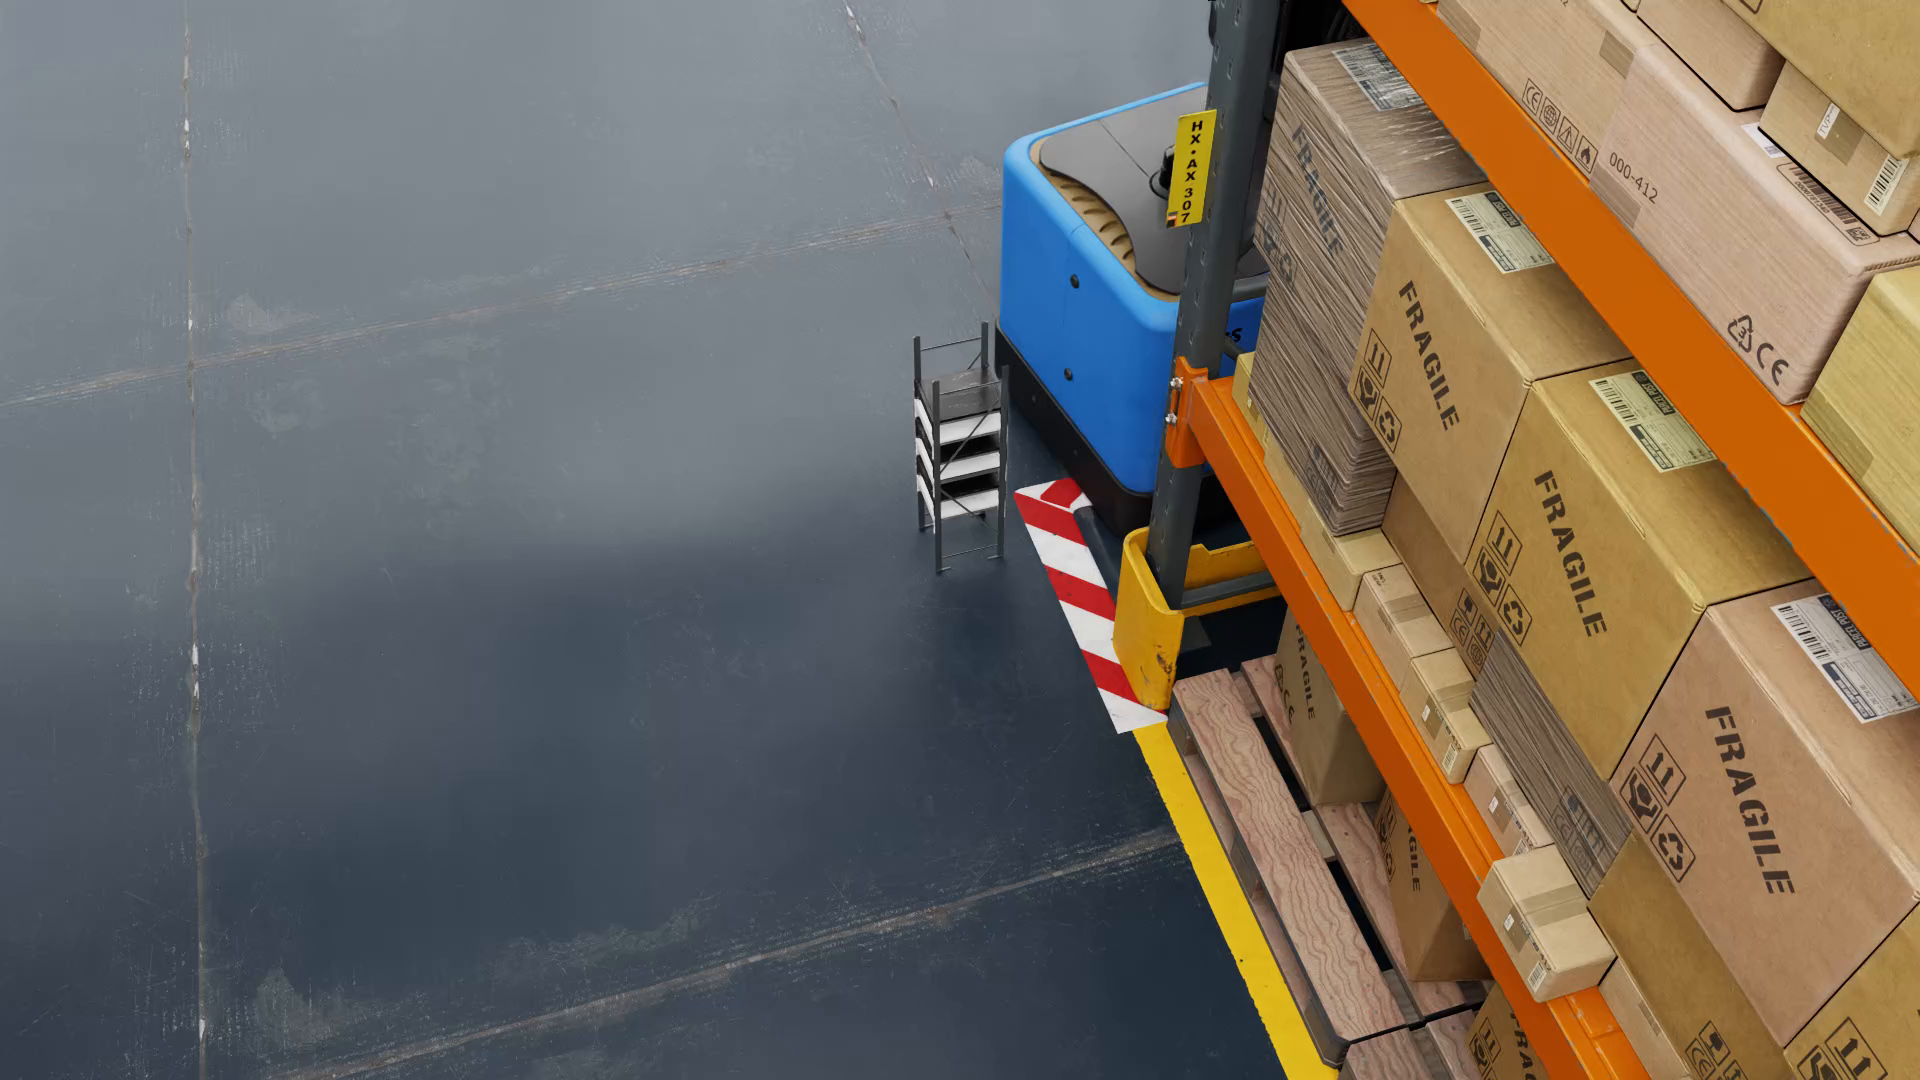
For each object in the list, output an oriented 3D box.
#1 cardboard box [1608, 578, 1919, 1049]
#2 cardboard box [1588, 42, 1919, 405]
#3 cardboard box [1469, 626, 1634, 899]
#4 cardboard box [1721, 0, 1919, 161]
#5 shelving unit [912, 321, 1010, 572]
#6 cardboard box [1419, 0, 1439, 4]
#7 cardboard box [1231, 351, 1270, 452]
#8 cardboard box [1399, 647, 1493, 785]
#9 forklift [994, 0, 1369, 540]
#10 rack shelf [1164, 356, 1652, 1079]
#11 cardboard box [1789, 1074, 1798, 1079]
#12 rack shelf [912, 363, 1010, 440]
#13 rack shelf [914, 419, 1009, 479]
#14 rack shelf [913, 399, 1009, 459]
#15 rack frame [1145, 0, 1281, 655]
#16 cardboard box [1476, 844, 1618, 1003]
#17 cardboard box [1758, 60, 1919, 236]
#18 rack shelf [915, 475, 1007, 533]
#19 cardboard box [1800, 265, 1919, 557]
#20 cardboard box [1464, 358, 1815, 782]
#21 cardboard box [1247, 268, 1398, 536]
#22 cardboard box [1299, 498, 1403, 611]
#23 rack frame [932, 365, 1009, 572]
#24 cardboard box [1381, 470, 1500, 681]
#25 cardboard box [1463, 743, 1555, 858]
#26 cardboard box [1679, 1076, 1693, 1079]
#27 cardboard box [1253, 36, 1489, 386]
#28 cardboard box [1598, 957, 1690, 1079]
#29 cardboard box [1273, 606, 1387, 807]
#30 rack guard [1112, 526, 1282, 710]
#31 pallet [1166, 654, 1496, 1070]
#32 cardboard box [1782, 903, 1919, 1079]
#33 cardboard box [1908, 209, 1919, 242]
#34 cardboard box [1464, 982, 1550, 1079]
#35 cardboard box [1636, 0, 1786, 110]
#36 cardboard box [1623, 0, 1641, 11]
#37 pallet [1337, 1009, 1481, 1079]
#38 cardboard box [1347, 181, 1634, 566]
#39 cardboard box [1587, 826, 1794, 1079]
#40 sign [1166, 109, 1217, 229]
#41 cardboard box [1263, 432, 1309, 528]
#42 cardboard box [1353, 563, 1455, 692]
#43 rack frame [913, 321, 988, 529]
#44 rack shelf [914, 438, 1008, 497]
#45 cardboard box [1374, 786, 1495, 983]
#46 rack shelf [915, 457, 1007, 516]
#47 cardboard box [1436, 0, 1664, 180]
[{"bbox_3d":[1.417,0.384,2.551,0.500,0.500,0.500,-13,51,-11],"label":"cardboard box"},{"bbox_3d":[1.268,-0.495,2.342,0.500,0.250,0.500,-13,51,-11],"label":"cardboard box"},{"bbox_3d":[1.576,0.268,3.302,0.875,0.500,0.500,-13,51,-11],"label":"cardboard box"},{"bbox_3d":[1.252,-0.836,1.944,0.500,0.500,0.500,-14,51,-11],"label":"cardboard box"},{"bbox_3d":[0.002,-0.284,5.401,0.258,0.900,0.210,-13,51,-11],"label":"shelving unit"},{"bbox_3d":[0.967,-1.233,2.964,0.500,0.250,0.500,-12,51,-10],"label":"cardboard box"},{"bbox_3d":[0.928,-0.382,4.274,0.380,0.149,0.250,-13,51,-11],"label":"cardboard box"},{"bbox_3d":[1.204,0.353,3.655,0.380,0.149,0.250,-13,51,-11],"label":"cardboard box"},{"bbox_3d":[1.678,-1.741,5.301,3.031,2.935,1.130,-21,53,-17],"label":"forklift"},{"bbox_3d":[1.662,0.968,3.443,1.077,0.370,4.000,-13,51,-11],"label":"rack shelf"},{"bbox_3d":[1.822,1.010,2.676,0.875,0.500,0.500,-13,51,-11],"label":"cardboard box"},{"bbox_3d":[0.002,-0.437,5.220,0.258,0.077,0.200,-13,51,-11],"label":"rack shelf"},{"bbox_3d":[0.002,-0.321,5.358,0.258,0.077,0.200,-13,51,-11],"label":"rack shelf"},{"bbox_3d":[0.002,-0.379,5.289,0.258,0.077,0.200,-13,51,-11],"label":"rack shelf"},{"bbox_3d":[1.071,-0.725,4.399,1.000,3.000,0.127,-13,51,-11],"label":"rack frame"},{"bbox_3d":[1.278,0.736,3.332,0.380,0.149,0.250,-13,51,-11],"label":"cardboard box"},{"bbox_3d":[1.284,-0.561,2.136,0.380,0.149,0.250,-15,52,-13],"label":"cardboard box"},{"bbox_3d":[0.002,-0.147,5.564,0.258,0.077,0.200,-13,51,-11],"label":"rack shelf"},{"bbox_3d":[1.426,-0.116,2.022,0.500,0.250,0.500,-12,51,-10],"label":"cardboard box"},{"bbox_3d":[1.264,0.020,2.858,0.500,0.500,0.500,-13,51,-11],"label":"cardboard box"},{"bbox_3d":[1.207,-0.445,3.903,0.875,0.500,0.500,-13,51,-11],"label":"cardboard box"},{"bbox_3d":[1.043,-0.009,3.960,0.380,0.149,0.250,-13,51,-11],"label":"cardboard box"},{"bbox_3d":[0.032,-0.210,5.338,0.240,0.900,0.006,-13,51,-11],"label":"rack frame"},{"bbox_3d":[1.470,-0.107,3.618,0.875,0.500,0.500,-13,51,-11],"label":"cardboard box"},{"bbox_3d":[1.304,0.530,3.506,0.380,0.149,0.250,-13,51,-11],"label":"cardboard box"},{"bbox_3d":[1.480,1.088,3.035,0.380,0.149,0.250,-13,51,-11],"label":"cardboard box"},{"bbox_3d":[0.973,-0.712,3.474,0.500,0.500,0.500,-13,51,-11],"label":"cardboard box"},{"bbox_3d":[1.479,0.888,3.204,0.380,0.149,0.250,-13,51,-11],"label":"cardboard box"},{"bbox_3d":[1.240,0.405,4.807,0.500,0.500,0.500,-5,50,-4],"label":"cardboard box"},{"bbox_3d":[1.093,0.136,5.308,1.175,0.500,0.348,-13,51,-11],"label":"rack guard"},{"bbox_3d":[1.300,0.831,4.912,1.003,0.211,1.213,-13,51,-11],"label":"pallet"},{"bbox_3d":[1.562,0.749,2.242,0.500,0.500,0.500,-13,51,-11],"label":"cardboard box"},{"bbox_3d":[1.402,-0.389,1.992,0.380,0.149,0.250,-14,51,-11],"label":"cardboard box"},{"bbox_3d":[1.616,1.296,4.056,0.500,0.500,0.500,-9,50,-8],"label":"cardboard box"},{"bbox_3d":[1.189,-0.757,2.302,0.380,0.149,0.250,-13,51,-11],"label":"cardboard box"},{"bbox_3d":[1.121,-0.936,2.452,0.380,0.149,0.250,-11,51,-10],"label":"cardboard box"},{"bbox_3d":[1.657,1.720,4.162,1.003,0.211,1.213,-13,51,-11],"label":"pallet"},{"bbox_3d":[1.114,-0.345,3.165,0.500,0.500,0.500,-13,51,-11],"label":"cardboard box"},{"bbox_3d":[1.713,0.636,2.992,0.875,0.500,0.500,-13,51,-11],"label":"cardboard box"},{"bbox_3d":[0.553,-0.881,3.965,0.100,0.325,0.005,-13,51,-11],"label":"sign"},{"bbox_3d":[0.983,-0.195,4.117,0.380,0.149,0.250,-13,51,-11],"label":"cardboard box"},{"bbox_3d":[1.136,0.169,3.810,0.380,0.149,0.250,-13,51,-11],"label":"cardboard box"},{"bbox_3d":[-0.028,-0.358,5.464,0.240,0.900,0.006,-13,51,-11],"label":"rack frame"},{"bbox_3d":[0.002,-0.263,5.426,0.258,0.077,0.200,-13,51,-11],"label":"rack shelf"},{"bbox_3d":[1.449,0.834,4.445,0.500,0.500,0.500,-2,50,-1],"label":"cardboard box"},{"bbox_3d":[0.002,-0.205,5.495,0.258,0.077,0.200,-13,51,-11],"label":"rack shelf"},{"bbox_3d":[1.125,-0.858,2.647,0.500,0.250,0.500,-14,51,-12],"label":"cardboard box"}]
